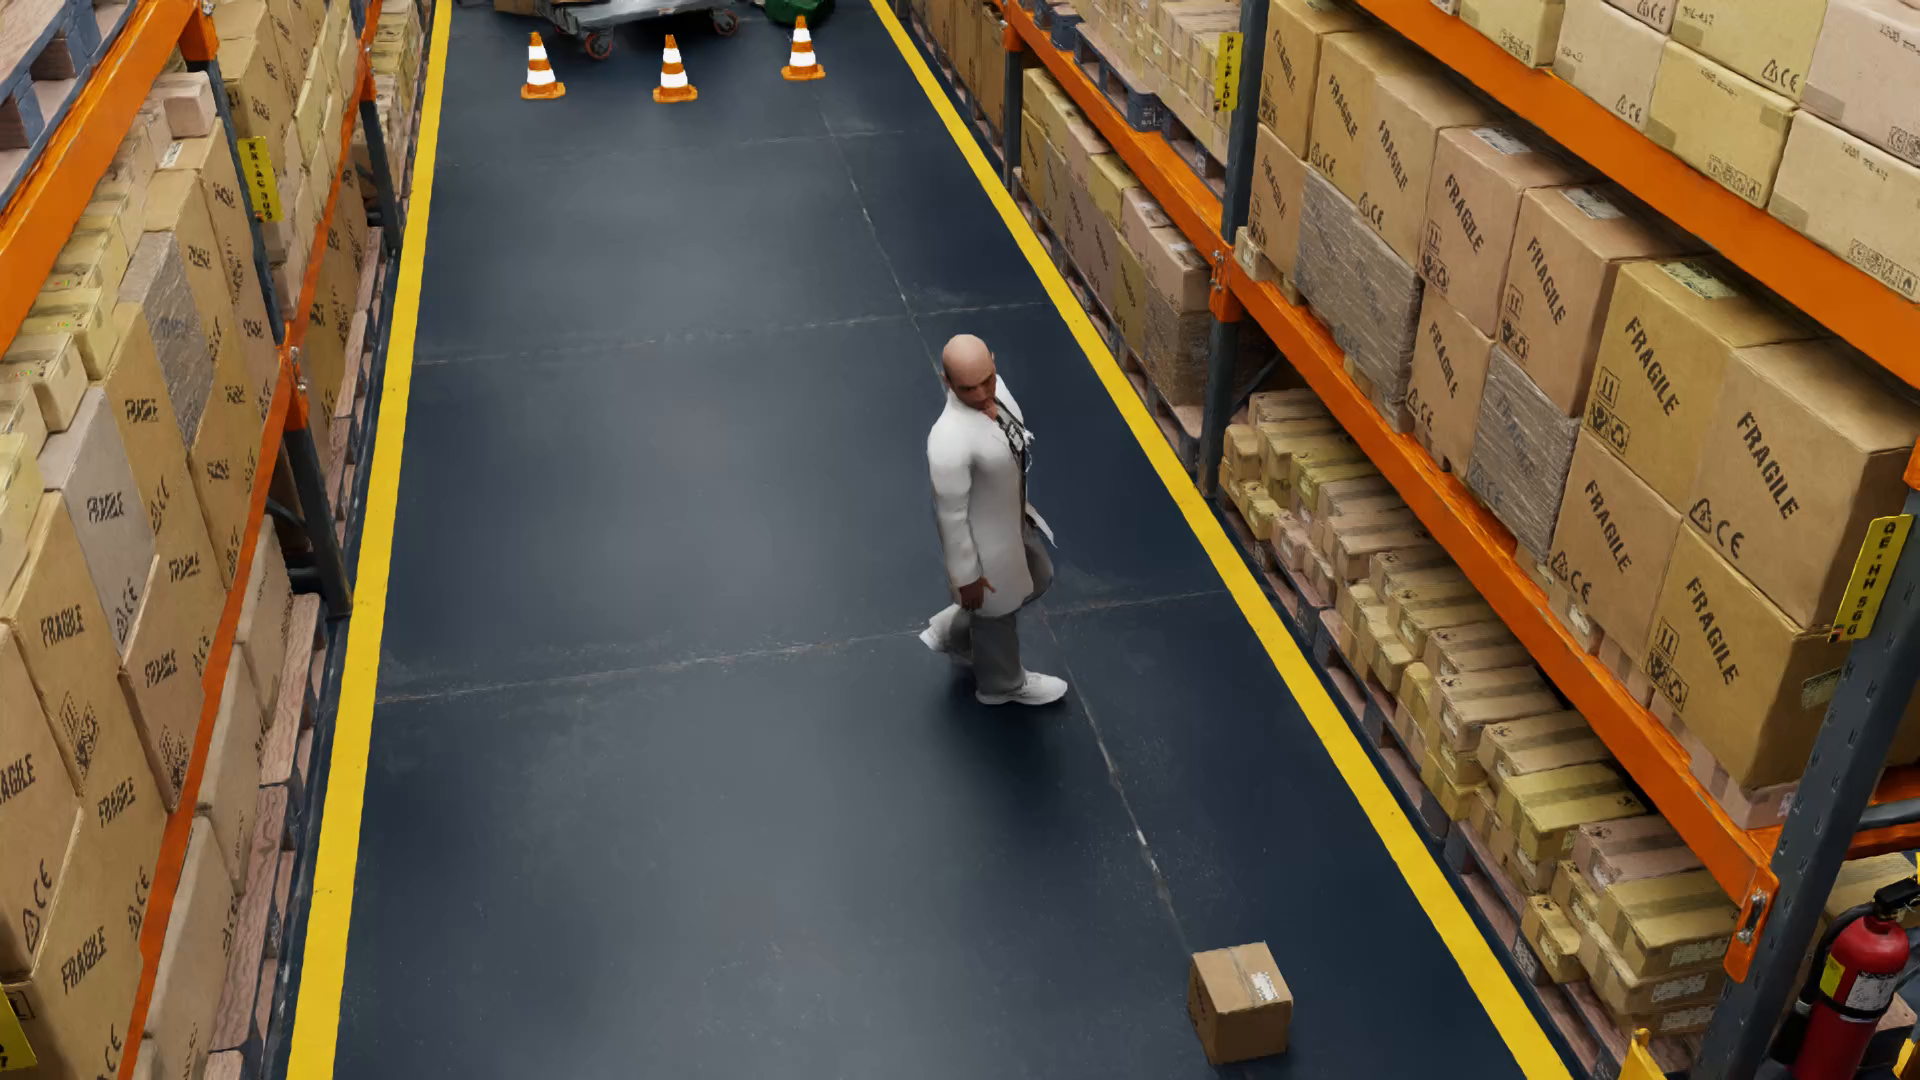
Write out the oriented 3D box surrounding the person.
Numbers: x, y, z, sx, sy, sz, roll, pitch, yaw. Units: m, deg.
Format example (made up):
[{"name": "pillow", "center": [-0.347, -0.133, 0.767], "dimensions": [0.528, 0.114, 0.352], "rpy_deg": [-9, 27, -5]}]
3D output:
[{"name": "person", "center": [0.123, -0.025, 6.212], "dimensions": [0.602, 1.754, 0.668], "rpy_deg": [3, 34, 5]}]
